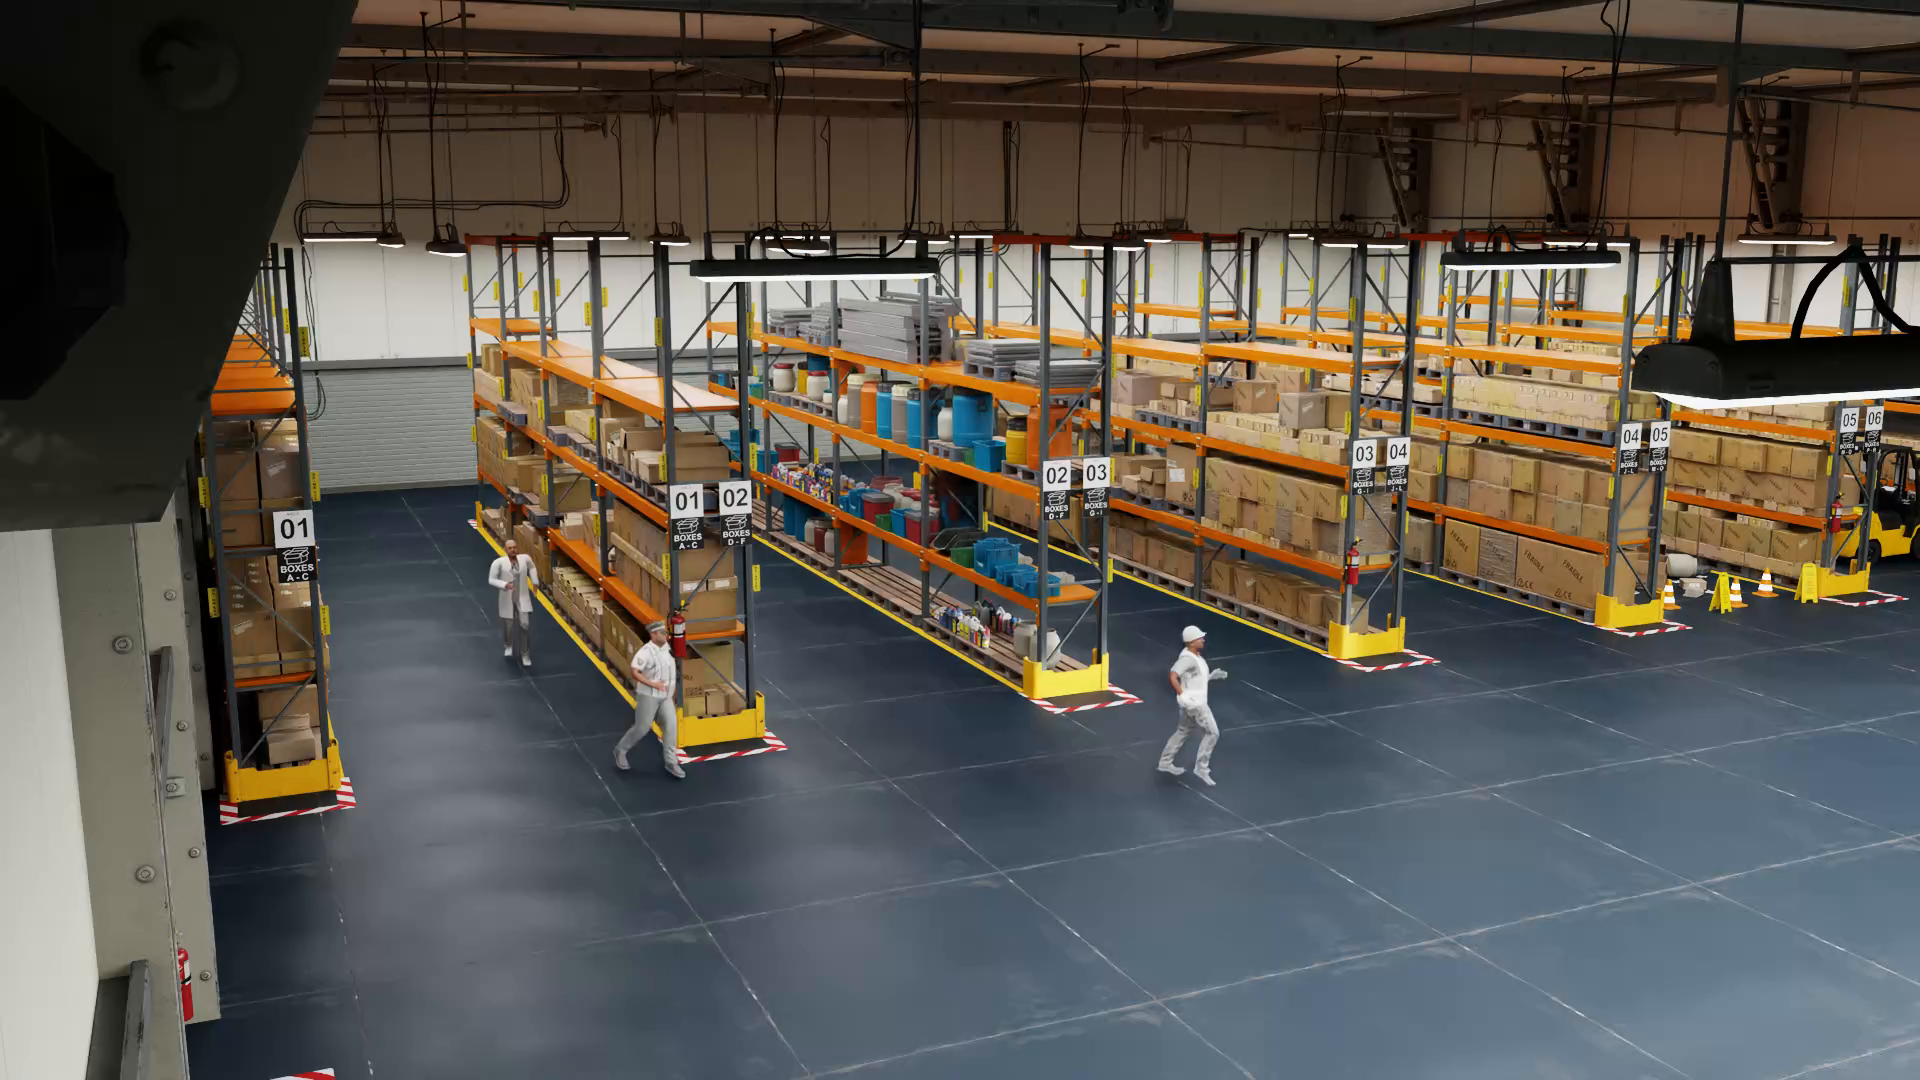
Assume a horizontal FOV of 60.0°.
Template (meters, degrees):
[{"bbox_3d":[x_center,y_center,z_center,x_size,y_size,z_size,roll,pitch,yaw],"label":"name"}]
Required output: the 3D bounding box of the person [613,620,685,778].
[{"bbox_3d":[-3.496,1.798,19.229,0.962,1.765,0.737,7,13,32],"label":"person"}]

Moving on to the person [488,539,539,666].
[{"bbox_3d":[-6.393,0.903,23.908,0.735,1.869,0.836,-5,12,-24],"label":"person"}]

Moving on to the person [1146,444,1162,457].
[{"bbox_3d":[4.954,-2.704,42.470,0.569,1.740,0.633,-5,12,-24],"label":"person"}]

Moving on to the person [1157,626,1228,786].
[{"bbox_3d":[2.640,1.873,18.806,0.766,1.843,0.663,0,11,2],"label":"person"}]
